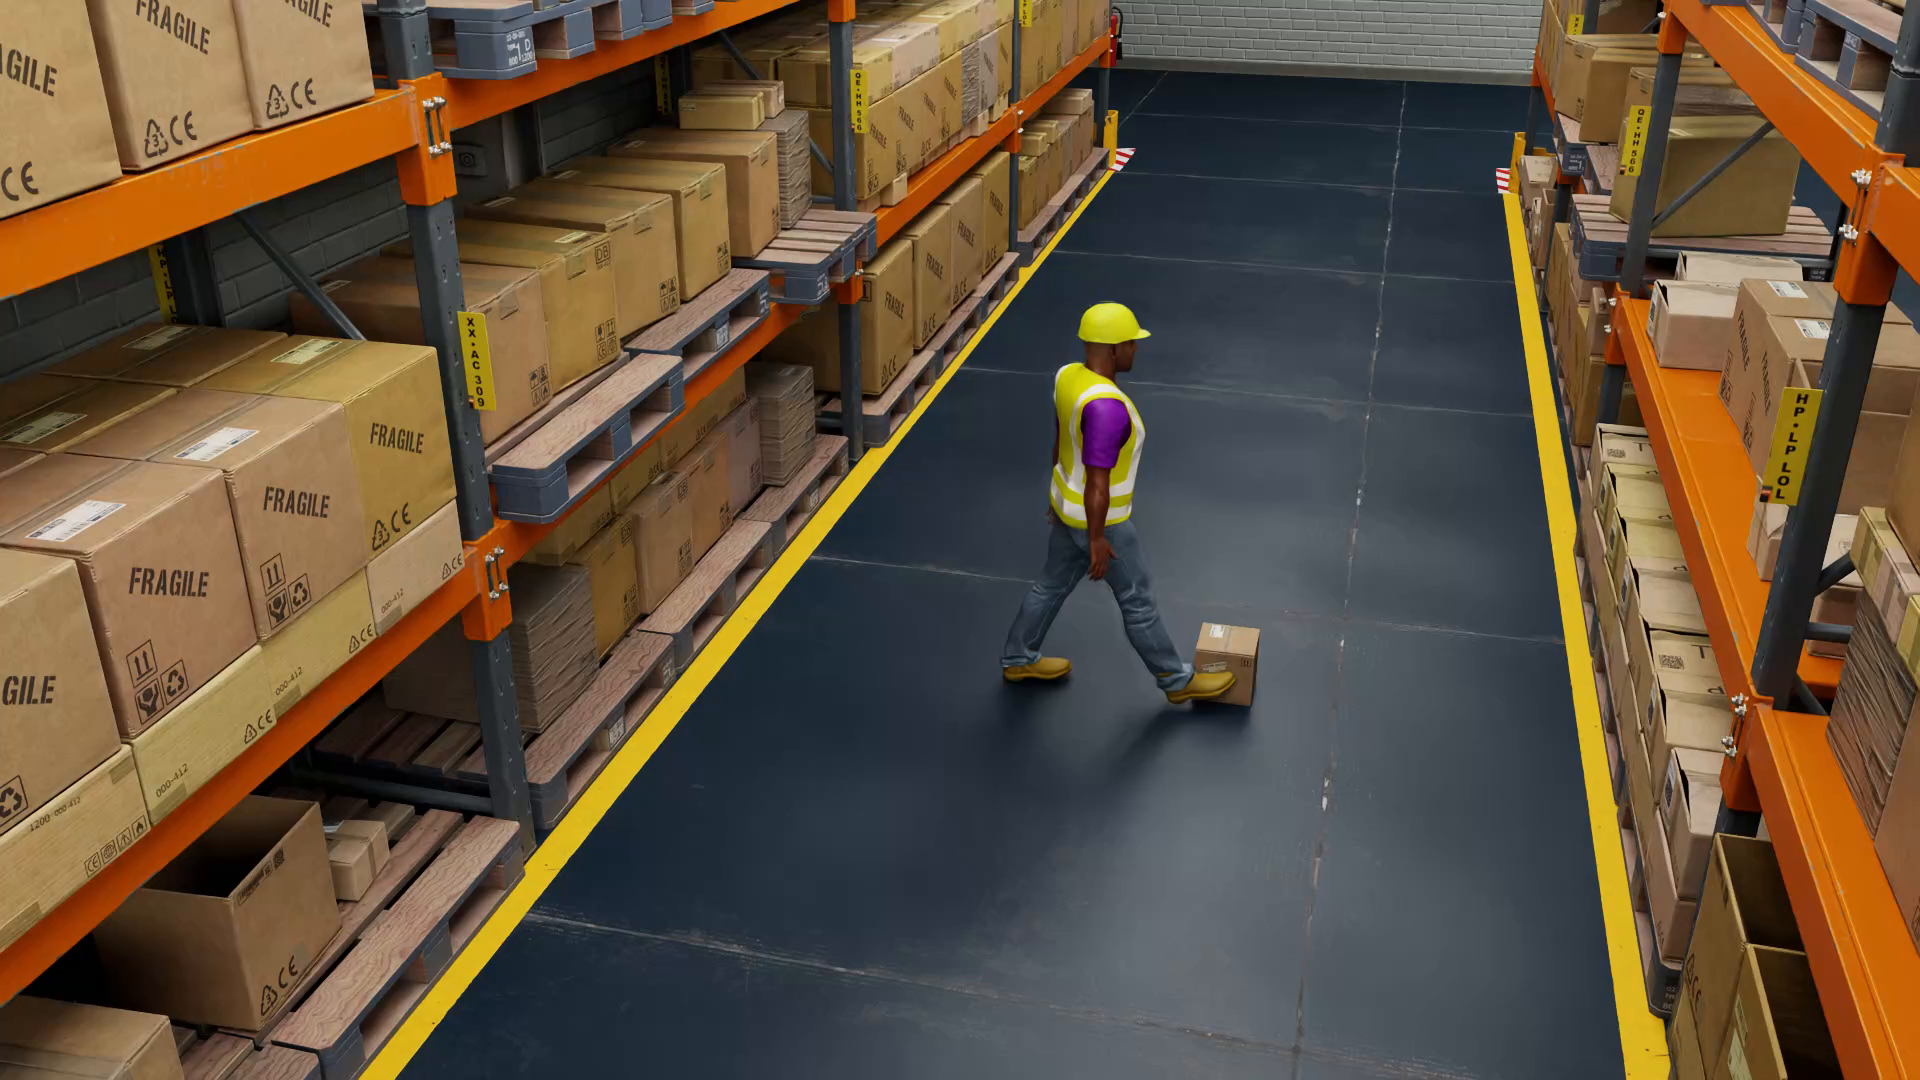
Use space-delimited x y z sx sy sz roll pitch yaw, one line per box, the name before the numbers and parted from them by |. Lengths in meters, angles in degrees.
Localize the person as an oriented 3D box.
person | 0.667 -0.144 6.882 0.959 1.720 0.640 -4 25 -8
